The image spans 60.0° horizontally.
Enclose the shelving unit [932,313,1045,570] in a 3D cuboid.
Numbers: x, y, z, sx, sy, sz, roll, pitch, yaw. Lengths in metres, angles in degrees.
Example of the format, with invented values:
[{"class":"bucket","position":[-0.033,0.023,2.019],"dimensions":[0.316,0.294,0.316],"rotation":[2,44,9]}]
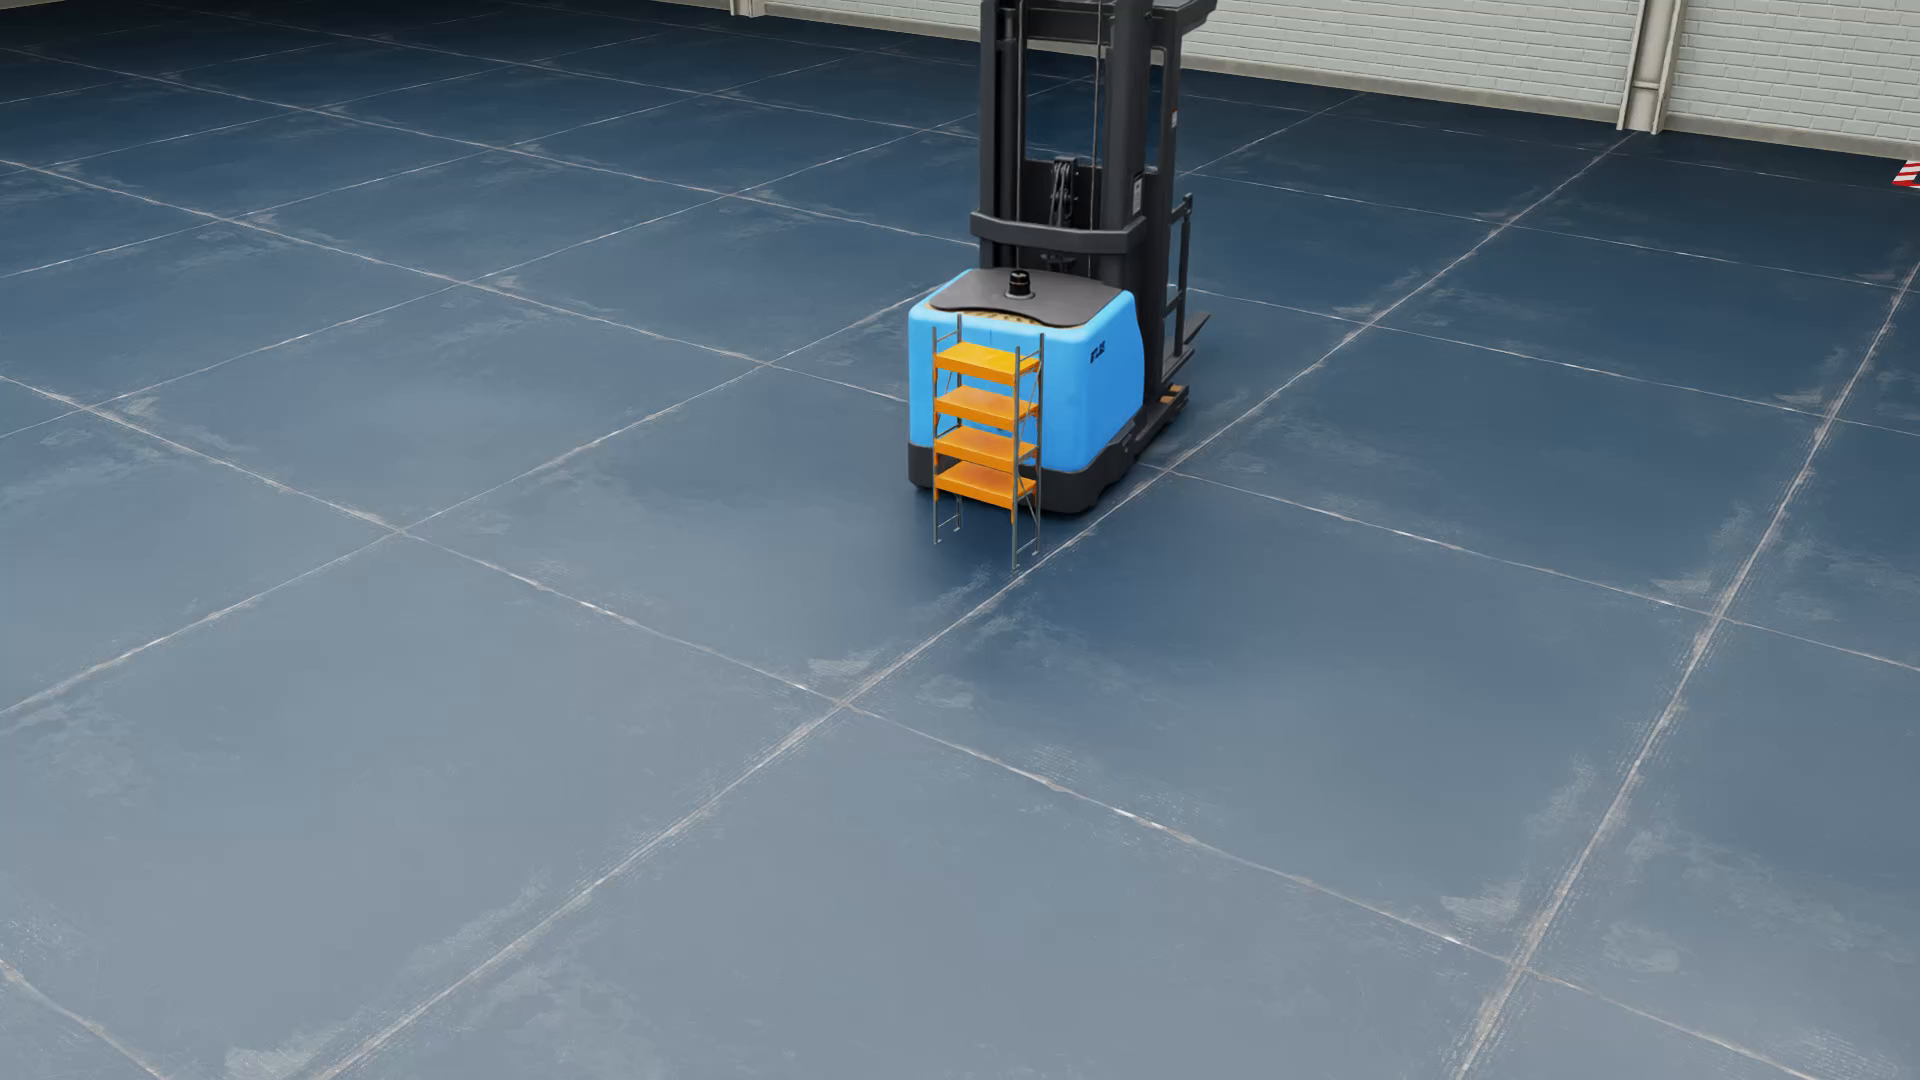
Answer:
[{"class":"shelving unit","position":[0.136,-0.492,8.394],"dimensions":[0.503,1.200,0.258],"rotation":[17,32,30]}]

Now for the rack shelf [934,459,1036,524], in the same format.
[{"class":"rack shelf","position":[0.136,-0.255,8.515],"dimensions":[0.480,0.148,0.258],"rotation":[17,32,30]}]

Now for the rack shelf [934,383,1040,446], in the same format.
[{"class":"rack shelf","position":[0.136,-0.632,8.323],"dimensions":[0.480,0.148,0.258],"rotation":[17,32,30]}]

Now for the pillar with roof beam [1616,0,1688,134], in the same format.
[{"class":"pillar with roof beam","position":[4.521,-6.607,11.811],"dimensions":[0.400,9.000,9.100],"rotation":[17,32,30]}]

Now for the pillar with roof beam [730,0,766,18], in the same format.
[{"class":"pillar with roof beam","position":[-5.370,-9.688,17.866],"dimensions":[0.400,9.000,9.100],"rotation":[17,32,30]}]

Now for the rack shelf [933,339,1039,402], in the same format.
[{"class":"rack shelf","position":[0.136,-0.842,8.216],"dimensions":[0.480,0.148,0.258],"rotation":[17,32,30]}]

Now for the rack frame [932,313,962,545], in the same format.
[{"class":"rack frame","position":[-0.065,-0.555,8.517],"dimensions":[0.015,1.200,0.240],"rotation":[17,32,30]}]

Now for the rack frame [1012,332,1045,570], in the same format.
[{"class":"rack frame","position":[0.338,-0.430,8.271],"dimensions":[0.015,1.200,0.240],"rotation":[17,32,30]}]

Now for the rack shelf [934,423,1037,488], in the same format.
[{"class":"rack shelf","position":[0.136,-0.432,8.425],"dimensions":[0.480,0.148,0.258],"rotation":[17,32,30]}]

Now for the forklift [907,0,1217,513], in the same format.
[{"class":"forklift","position":[0.773,-2.092,9.629],"dimensions":[1.130,2.935,3.031],"rotation":[11,29,21]}]
